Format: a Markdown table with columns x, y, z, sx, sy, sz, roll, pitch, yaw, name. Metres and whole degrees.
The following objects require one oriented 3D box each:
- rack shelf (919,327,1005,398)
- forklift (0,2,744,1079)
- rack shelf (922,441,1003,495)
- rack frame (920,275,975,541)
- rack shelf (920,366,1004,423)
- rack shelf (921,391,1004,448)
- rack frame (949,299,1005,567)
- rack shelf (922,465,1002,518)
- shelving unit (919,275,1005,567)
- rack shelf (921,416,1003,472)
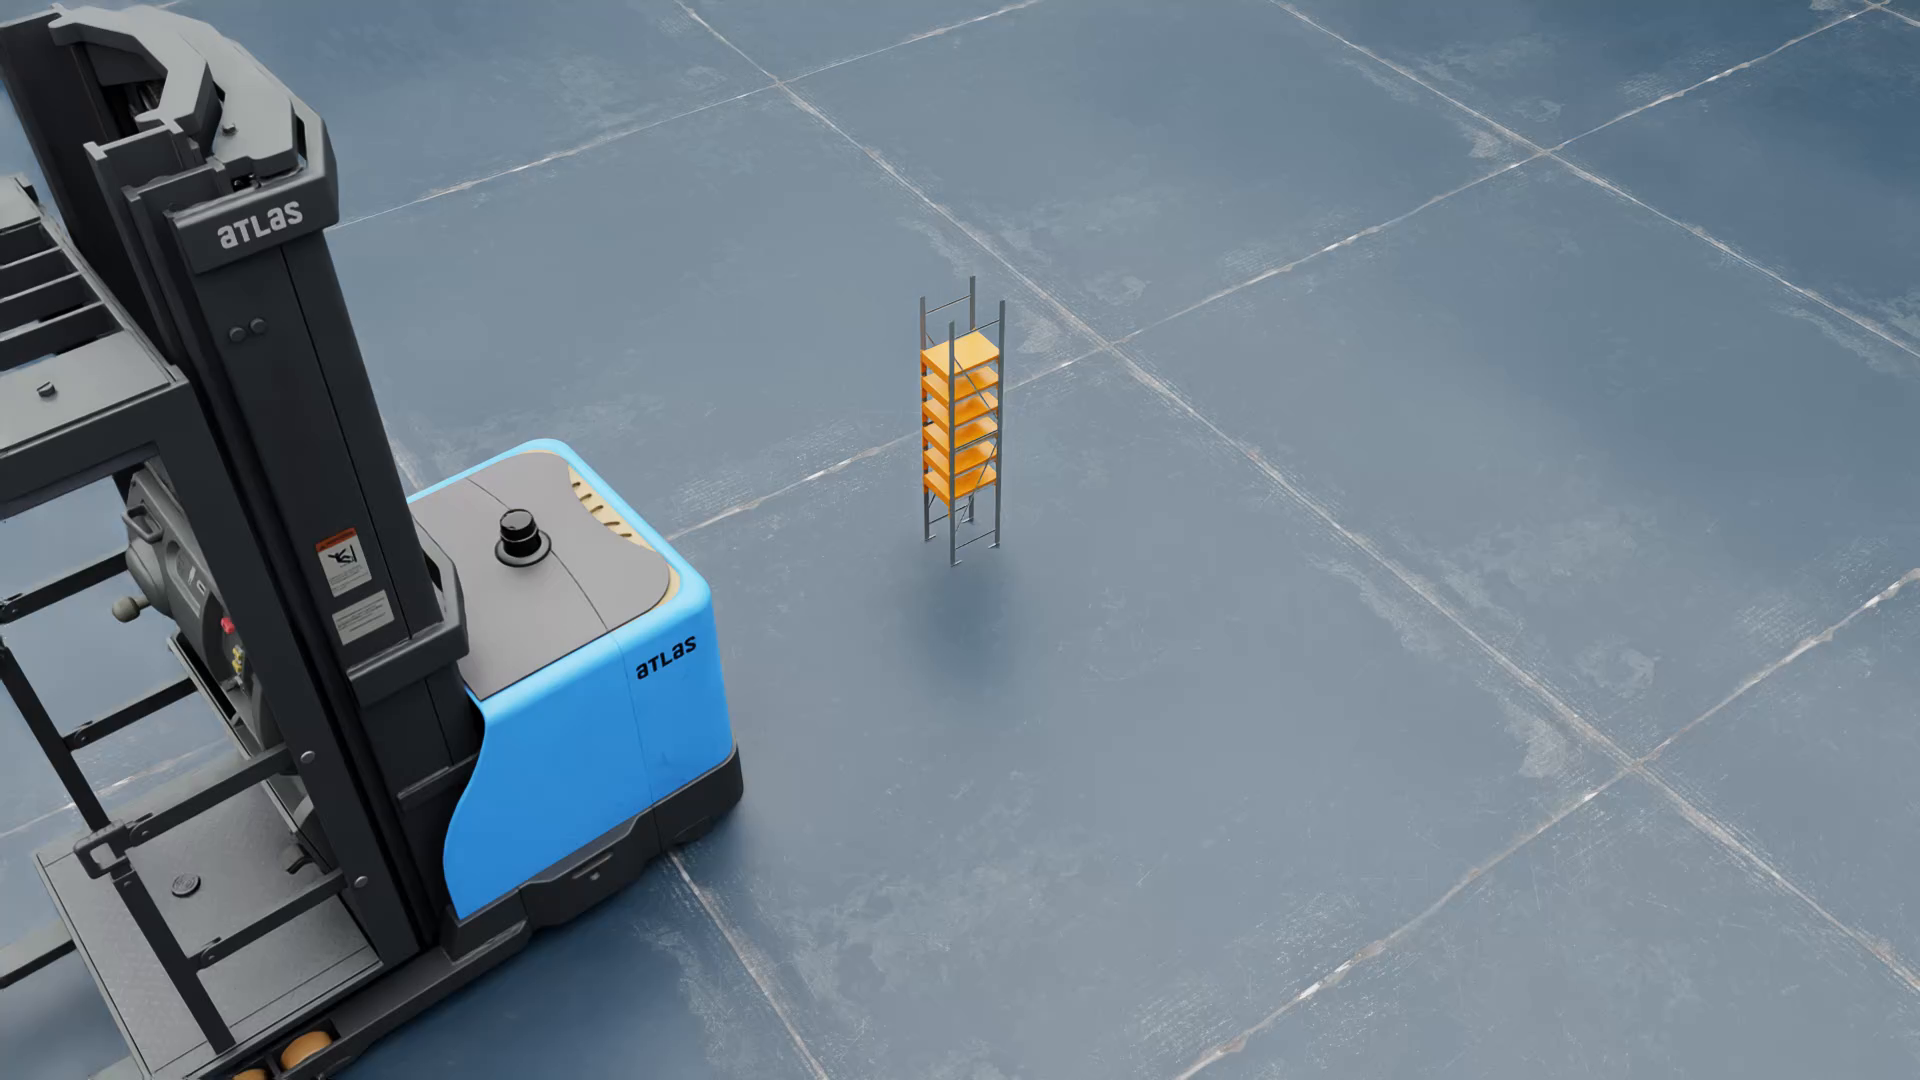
| x | y | z | sx | sy | sz | roll | pitch | yaw | name |
| --- | --- | --- | --- | --- | --- | --- | --- | --- | --- |
| 0.008 | -0.654 | 6.109 | 0.258 | 0.103 | 0.180 | -26 | 49 | -24 | rack shelf |
| -2.203 | 0.257 | 4.359 | 3.031 | 2.935 | 1.130 | -30 | 51 | -28 | forklift |
| 0.008 | -0.307 | 6.441 | 0.258 | 0.103 | 0.180 | -26 | 49 | -24 | rack shelf |
| -0.044 | -0.478 | 6.381 | 0.240 | 1.200 | 0.006 | -26 | 49 | -24 | rack frame |
| 0.008 | -0.567 | 6.192 | 0.258 | 0.103 | 0.180 | -26 | 49 | -24 | rack shelf |
| 0.008 | -0.480 | 6.275 | 0.258 | 0.103 | 0.180 | -26 | 49 | -24 | rack shelf |
| 0.061 | -0.374 | 6.273 | 0.240 | 1.200 | 0.006 | -26 | 49 | -24 | rack frame |
| 0.008 | -0.220 | 6.524 | 0.258 | 0.103 | 0.180 | -26 | 49 | -24 | rack shelf |
| 0.008 | -0.426 | 6.327 | 0.258 | 1.200 | 0.189 | -26 | 49 | -24 | shelving unit |
| 0.008 | -0.394 | 6.358 | 0.258 | 0.103 | 0.180 | -26 | 49 | -24 | rack shelf |
